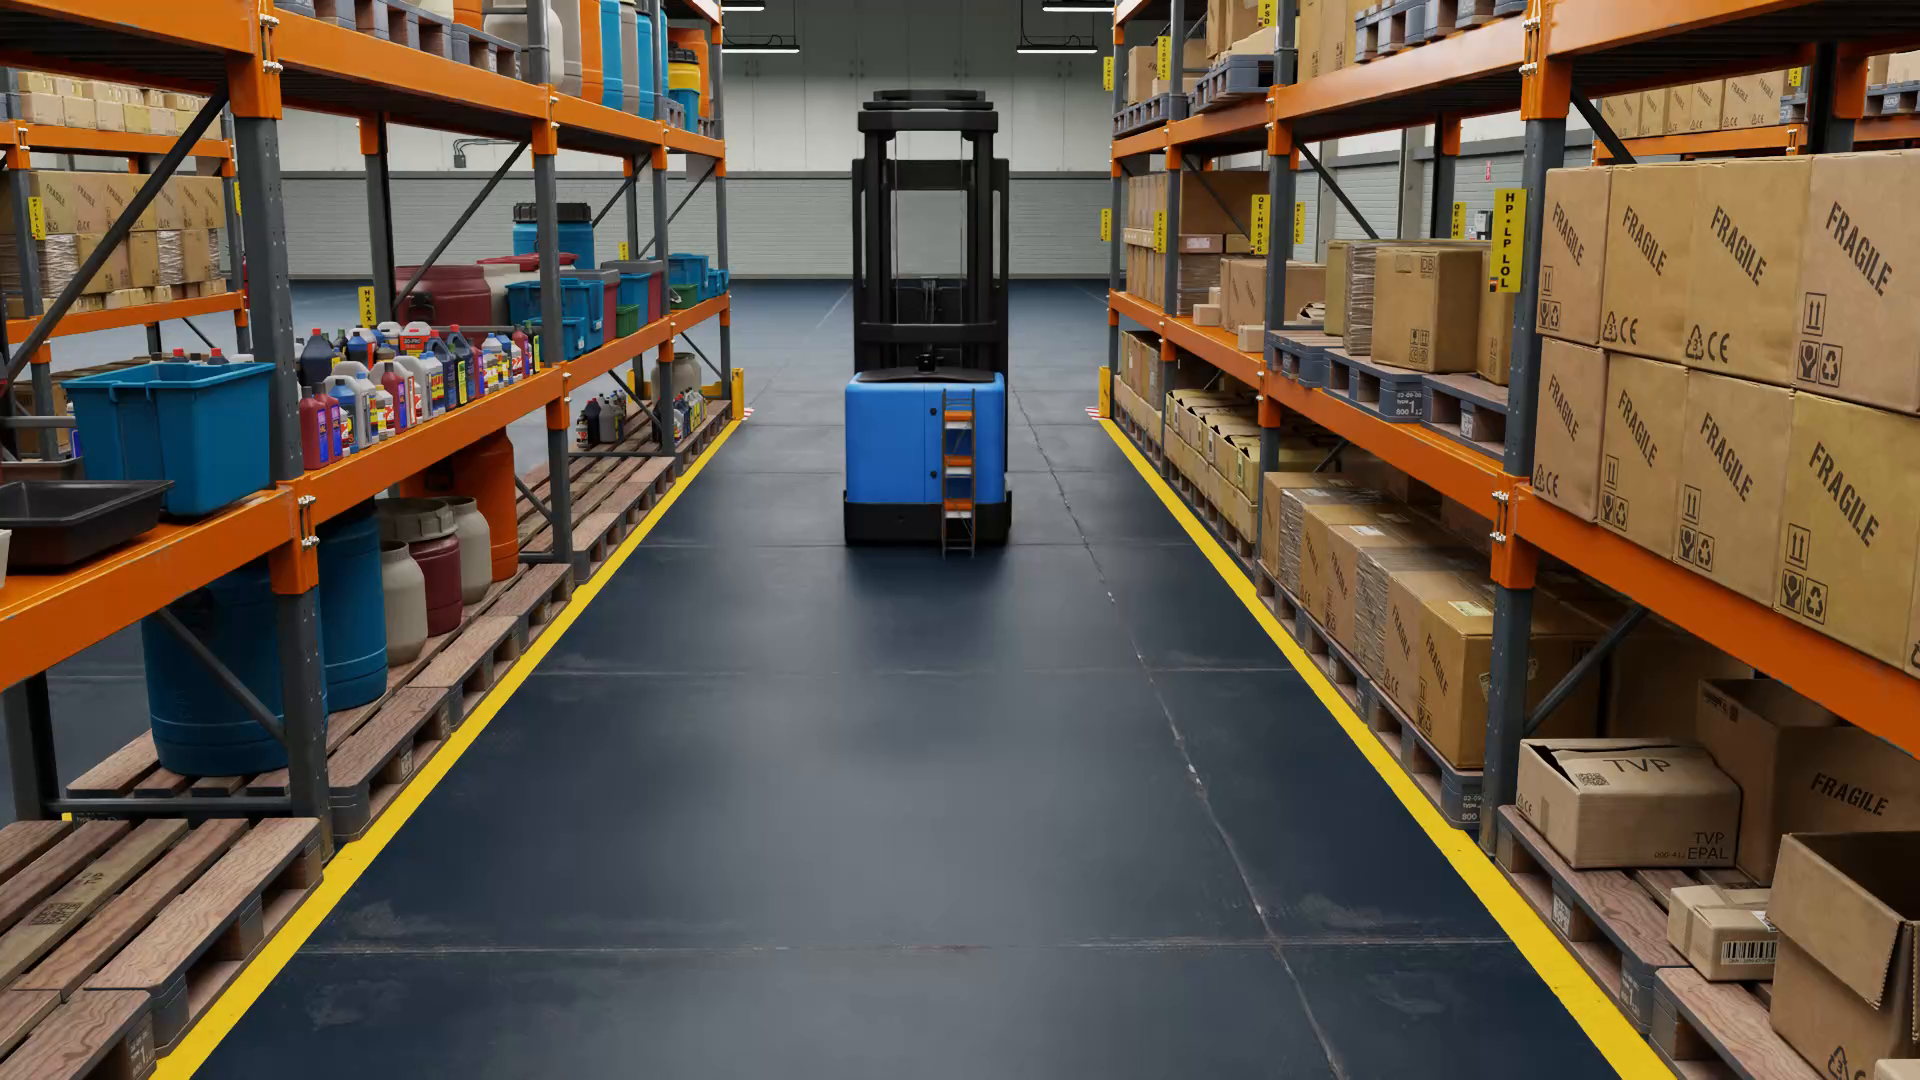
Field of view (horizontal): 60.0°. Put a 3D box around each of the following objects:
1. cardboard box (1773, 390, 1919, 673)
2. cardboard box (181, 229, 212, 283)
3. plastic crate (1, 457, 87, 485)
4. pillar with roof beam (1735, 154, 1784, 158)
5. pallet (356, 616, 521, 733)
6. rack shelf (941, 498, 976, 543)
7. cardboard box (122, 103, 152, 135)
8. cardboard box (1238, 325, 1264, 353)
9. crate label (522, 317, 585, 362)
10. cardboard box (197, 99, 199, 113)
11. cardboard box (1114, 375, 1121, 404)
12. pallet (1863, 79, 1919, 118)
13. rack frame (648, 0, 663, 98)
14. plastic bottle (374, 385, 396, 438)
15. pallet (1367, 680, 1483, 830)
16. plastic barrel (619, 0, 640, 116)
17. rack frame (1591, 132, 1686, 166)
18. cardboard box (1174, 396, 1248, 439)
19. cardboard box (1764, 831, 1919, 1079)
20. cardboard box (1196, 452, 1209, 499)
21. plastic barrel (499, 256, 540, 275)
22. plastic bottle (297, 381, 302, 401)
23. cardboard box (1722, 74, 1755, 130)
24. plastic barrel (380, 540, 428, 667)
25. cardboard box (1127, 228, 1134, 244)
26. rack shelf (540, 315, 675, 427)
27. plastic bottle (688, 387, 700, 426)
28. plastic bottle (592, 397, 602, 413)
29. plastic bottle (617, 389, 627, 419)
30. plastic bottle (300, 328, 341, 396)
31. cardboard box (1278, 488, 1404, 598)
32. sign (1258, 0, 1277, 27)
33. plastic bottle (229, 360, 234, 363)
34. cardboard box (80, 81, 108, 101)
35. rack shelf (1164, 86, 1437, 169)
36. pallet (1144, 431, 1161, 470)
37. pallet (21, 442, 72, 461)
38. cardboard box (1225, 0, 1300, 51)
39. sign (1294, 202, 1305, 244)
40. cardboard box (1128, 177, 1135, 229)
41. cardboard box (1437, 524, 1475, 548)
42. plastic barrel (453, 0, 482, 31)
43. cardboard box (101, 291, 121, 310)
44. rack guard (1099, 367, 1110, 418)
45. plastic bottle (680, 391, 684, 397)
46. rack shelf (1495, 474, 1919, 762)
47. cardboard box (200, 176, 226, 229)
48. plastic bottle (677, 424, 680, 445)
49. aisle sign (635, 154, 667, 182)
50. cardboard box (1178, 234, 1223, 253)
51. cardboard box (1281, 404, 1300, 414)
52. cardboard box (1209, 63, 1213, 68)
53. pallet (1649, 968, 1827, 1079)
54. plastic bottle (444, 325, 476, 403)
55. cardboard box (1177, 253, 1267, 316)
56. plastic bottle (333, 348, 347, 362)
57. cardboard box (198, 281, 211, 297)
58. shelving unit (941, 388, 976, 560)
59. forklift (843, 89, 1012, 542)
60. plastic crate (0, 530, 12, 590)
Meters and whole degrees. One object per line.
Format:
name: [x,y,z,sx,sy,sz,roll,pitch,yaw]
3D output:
cardboard box: [2.077,-0.036,3.441,0.500,0.500,0.500,0,11,-2]
cardboard box: [-7.733,-2.724,15.940,0.875,0.500,0.500,0,11,-1]
plastic crate: [-2.780,-0.179,4.910,0.396,0.136,0.243,0,11,-1]
pillar with roof beam: [3.585,-5.585,15.956,9.100,9.000,0.400,0,11,-1]
pallet: [-2.649,0.598,7.582,1.003,0.211,1.213,0,11,-1]
rack shelf: [-0.008,-0.134,10.529,0.215,0.259,0.240,0,11,1]
cardboard box: [-7.552,-3.738,14.772,0.500,0.250,0.500,0,11,-2]
cardboard box: [1.928,-1.241,10.266,0.380,0.149,0.250,0,11,-1]
crate label: [-2.364,-1.171,9.705,0.303,0.233,0.416,0,11,-1]
cardboard box: [-7.641,-4.223,16.161,0.380,0.149,0.250,-1,11,-3]
cardboard box: [1.846,-1.528,16.905,0.500,0.250,0.500,0,11,-1]
pallet: [7.023,-3.052,11.486,1.213,0.211,1.003,0,11,-1]
rack frame: [-2.812,-4.903,12.591,1.000,3.000,0.127,0,11,-1]
plastic bottle: [-2.262,-0.503,6.494,0.097,0.201,0.097,0,11,0]
pallet: [2.251,0.813,6.519,1.003,0.211,1.213,0,11,-1]
plastic barrel: [-2.571,-3.448,11.705,0.600,0.901,0.600,0,11,0]
rack frame: [7.010,-2.798,17.308,1.000,3.000,0.127,0,11,-1]
cardboard box: [1.905,-0.932,12.560,0.500,0.311,0.500,0,11,-2]
cardboard box: [2.349,0.990,3.810,0.797,0.503,0.637,0,11,-1]
cardboard box: [1.933,-0.453,11.609,0.500,0.250,0.500,0,11,0]
plastic barrel: [-2.997,-1.692,11.514,0.433,0.535,0.433,0,11,0]
plastic bottle: [-2.331,-0.427,5.745,0.144,0.351,0.185,0,11,-1]
cardboard box: [6.837,-3.732,14.064,0.500,0.500,0.500,-1,12,-6]
plastic barrel: [-2.578,0.280,7.337,0.421,0.512,0.421,0,11,0]
cardboard box: [1.858,-3.013,16.482,0.380,0.149,0.250,-1,11,-3]
rack shelf: [-2.771,-1.212,11.300,1.077,0.370,4.000,0,11,-1]
plastic bottle: [-2.431,-1.201,14.990,0.144,0.351,0.185,0,11,1]
plastic bottle: [-3.118,-1.045,14.221,0.144,0.351,0.185,-1,11,-4]
plastic bottle: [-3.169,-1.274,15.552,0.097,0.271,0.097,0,11,0]
plastic bottle: [-2.867,-0.776,7.462,0.144,0.351,0.185,0,11,-1]
cardboard box: [1.963,0.018,8.605,0.500,0.500,0.500,-1,11,-3]
sign: [1.668,-2.948,9.004,0.100,0.325,0.005,0,11,-1]
plastic bottle: [-2.999,-0.588,6.725,0.152,0.276,0.135,0,11,-1]
cardboard box: [-7.487,-3.808,14.117,0.380,0.149,0.250,0,11,-2]
rack shelf: [2.181,-2.702,11.098,1.077,0.370,4.000,0,11,-1]
pallet: [2.166,-0.774,14.342,1.003,0.211,1.213,0,11,-1]
pallet: [-7.813,-0.709,14.022,1.003,0.211,1.213,0,11,-1]
cardboard box: [2.148,-3.716,11.722,0.500,0.500,0.500,1,12,4]
sign: [2.682,-2.515,13.198,0.100,0.325,0.005,0,11,-1]
cardboard box: [2.055,-3.359,16.555,0.700,0.500,0.500,0,11,-1]
cardboard box: [2.504,0.215,7.637,0.500,0.500,0.500,-1,11,-3]
plastic barrel: [-2.721,-2.941,8.329,0.600,0.830,0.708,0,11,-1]
cardboard box: [-7.472,-2.062,14.309,0.380,0.149,0.250,0,11,-1]
rack guard: [2.057,-1.557,17.476,1.175,0.500,0.348,0,11,-1]
plastic bottle: [-2.547,-1.228,15.293,0.061,0.283,0.133,0,11,-1]
rack shelf: [2.347,0.358,3.558,1.077,0.370,4.000,0,11,-1]
cardboard box: [-7.588,-3.314,16.334,0.500,0.500,0.500,0,11,-1]
plastic bottle: [-2.383,-0.892,13.843,0.097,0.201,0.097,0,11,0]
aisle sign: [-3.189,-4.045,16.913,0.394,0.787,0.004,0,11,-1]
cardboard box: [1.920,-2.402,13.472,0.380,0.149,0.250,0,11,-1]
cardboard box: [2.460,-0.833,12.071,0.500,0.311,0.500,0,11,-1]
cardboard box: [2.382,-3.891,13.967,0.500,0.311,0.500,-1,12,-4]
pallet: [2.347,1.355,3.852,1.003,0.211,1.213,0,11,-1]
plastic bottle: [-2.309,-0.805,7.609,0.144,0.351,0.185,0,11,-1]
cardboard box: [2.125,-2.119,13.709,0.700,0.500,0.500,-1,11,-3]
plastic bottle: [-3.057,-0.841,8.159,0.097,0.201,0.097,0,11,0]
cardboard box: [-7.573,-2.459,16.268,0.380,0.149,0.250,0,11,-1]
shelving unit: [-0.008,-0.417,10.472,0.215,1.050,0.252,0,11,1]
forklift: [-0.197,-1.666,11.900,1.130,2.935,3.031,0,11,1]
plastic crate: [-2.310,0.073,3.669,0.293,0.136,0.466,0,11,-1]
